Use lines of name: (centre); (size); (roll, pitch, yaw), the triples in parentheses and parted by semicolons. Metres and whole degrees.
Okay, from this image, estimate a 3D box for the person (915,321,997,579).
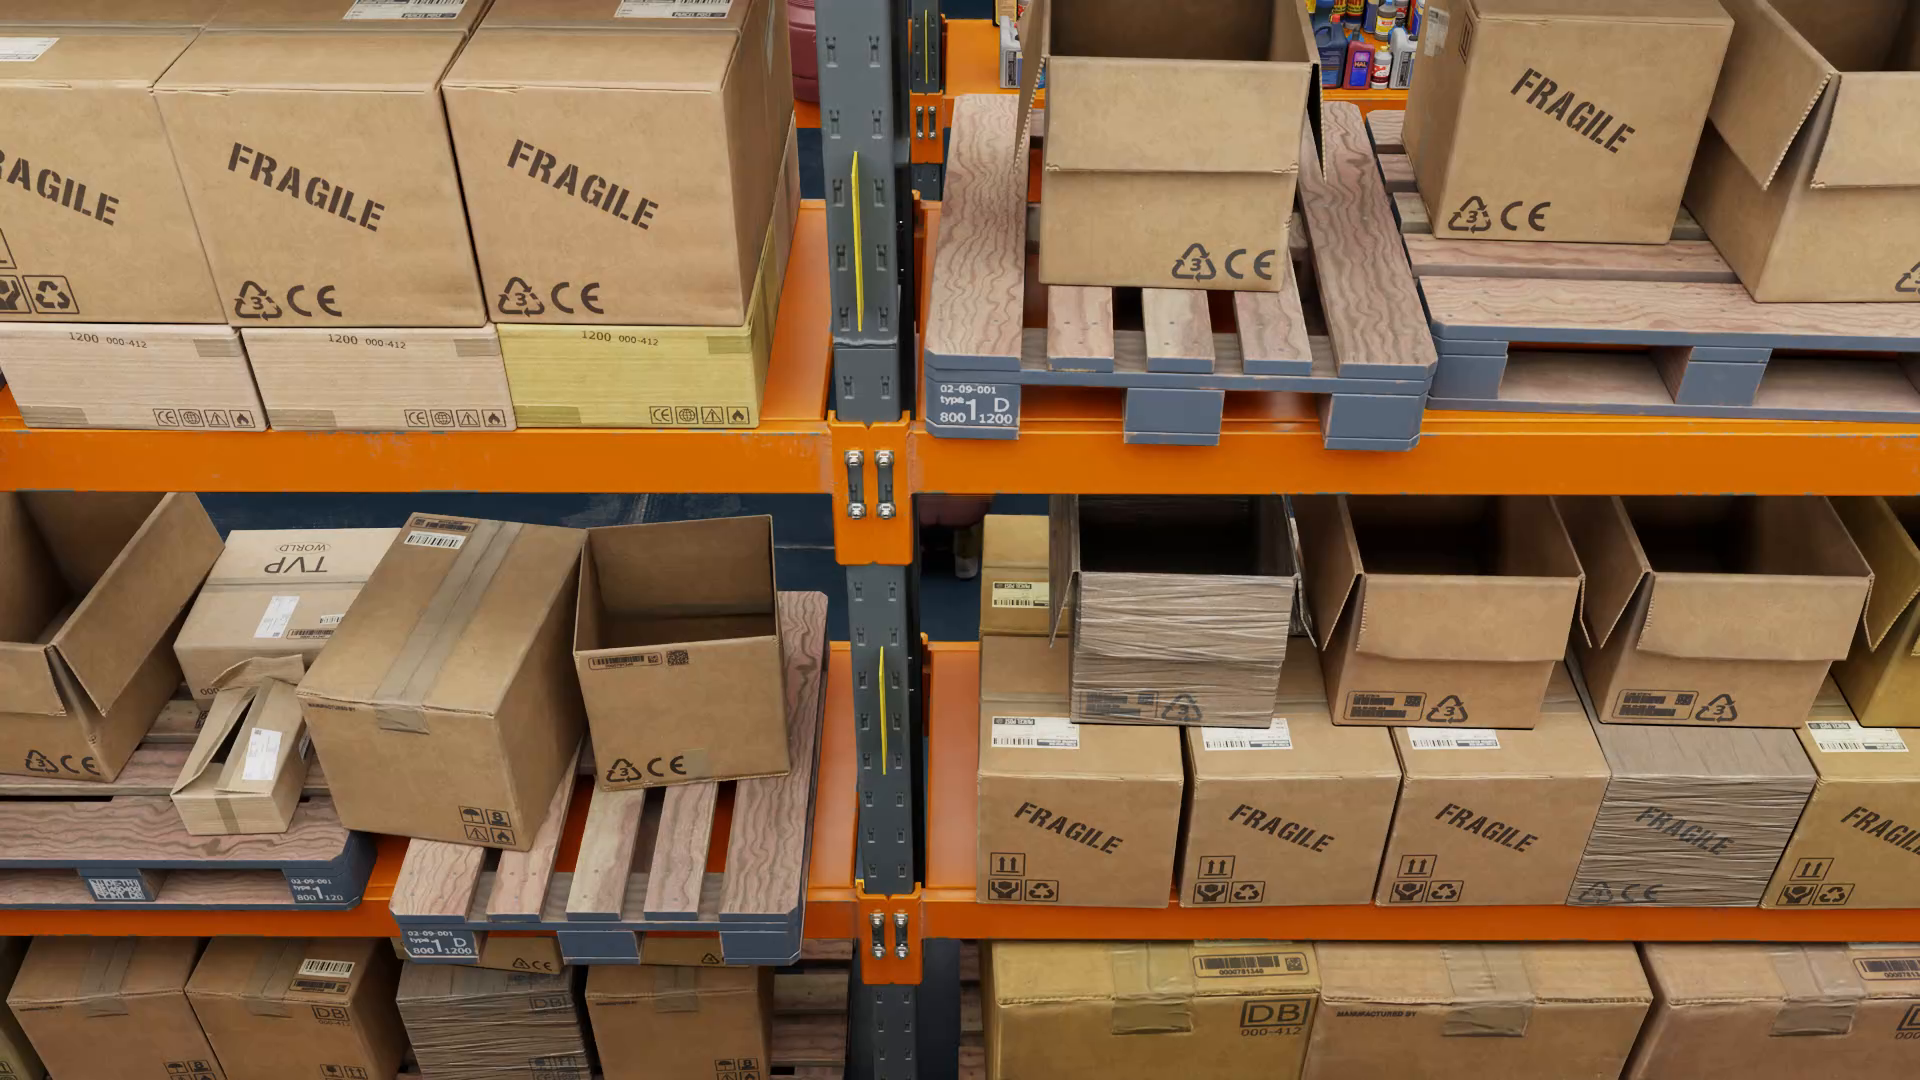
person: (-0.111, -0.414, 7.301); (0.605, 0.995, 0.906); (0, 39, 0)
